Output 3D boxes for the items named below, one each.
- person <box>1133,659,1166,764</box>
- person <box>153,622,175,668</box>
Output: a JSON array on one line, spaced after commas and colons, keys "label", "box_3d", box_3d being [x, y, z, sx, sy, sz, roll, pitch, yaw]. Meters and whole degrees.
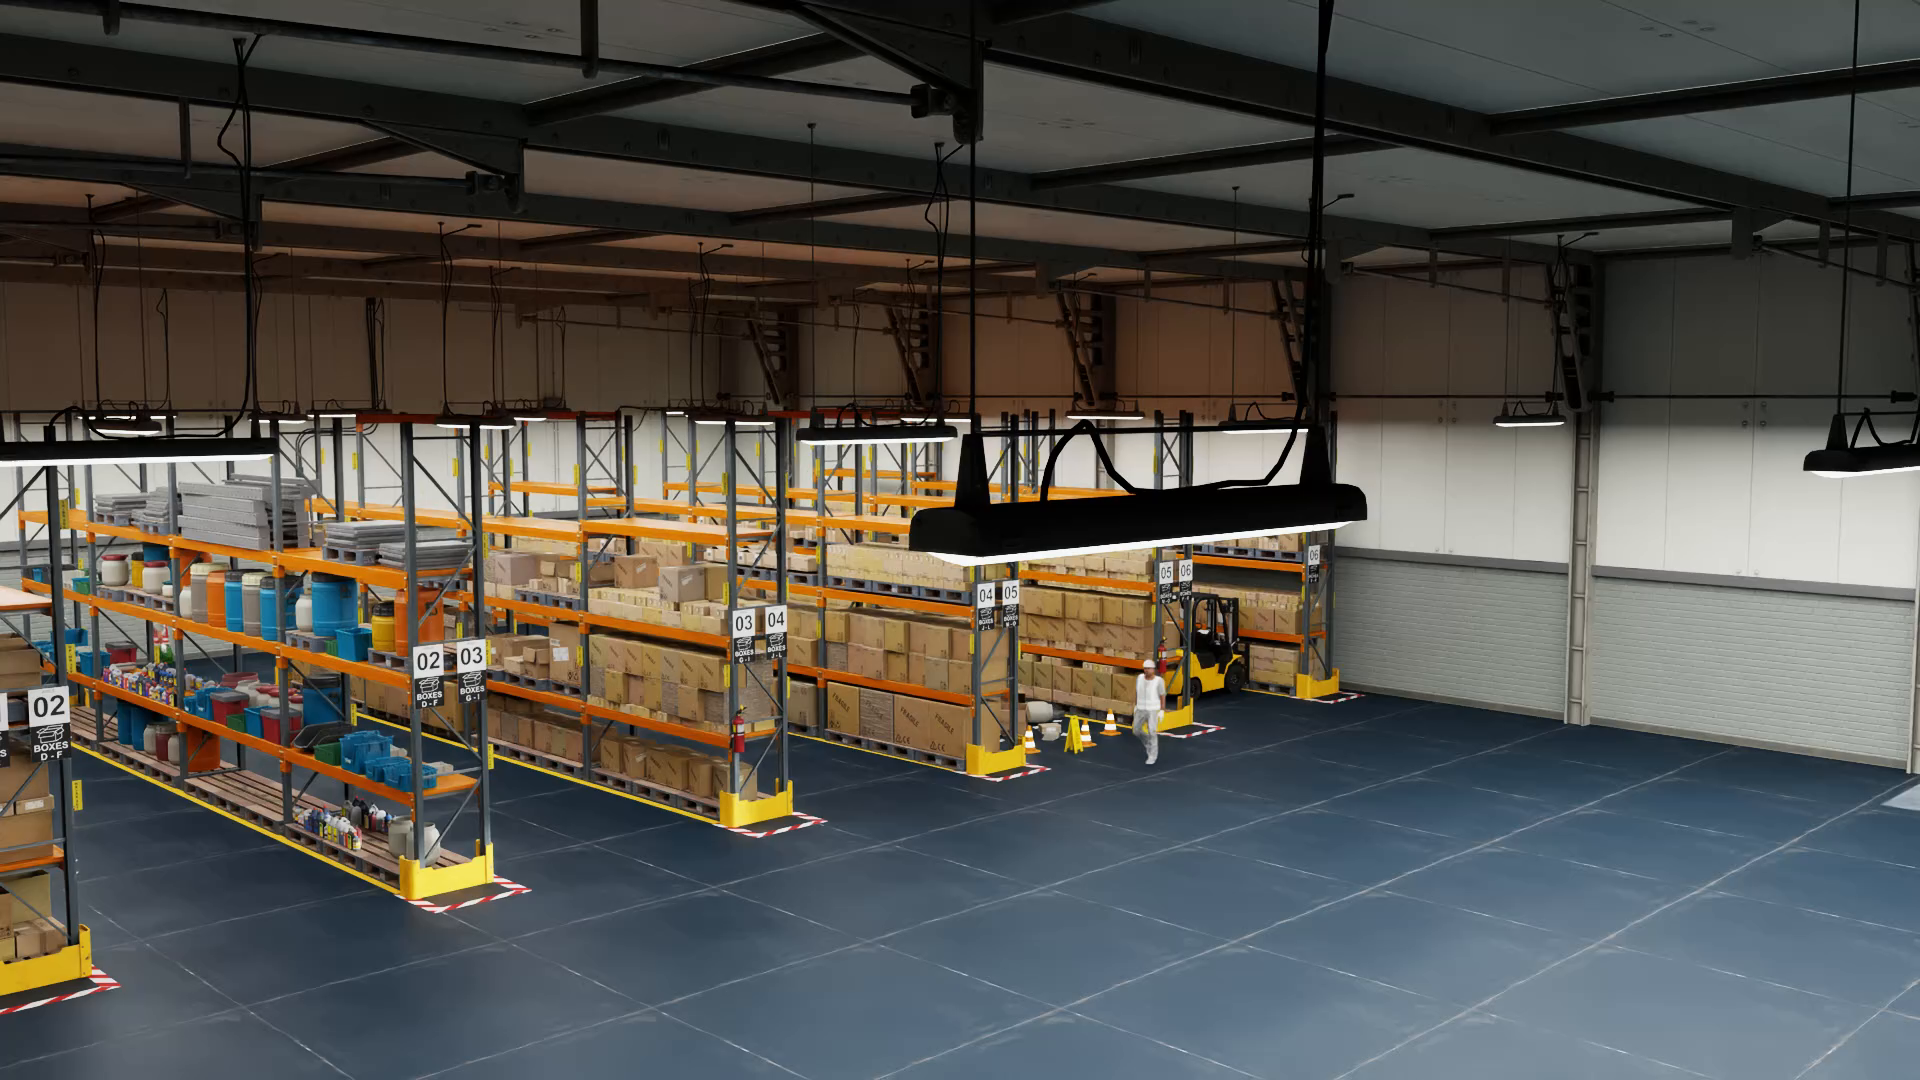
[{"label": "person", "box_3d": [3.265, 2.940, 28.686, 0.623, 1.782, 0.626, 3, 6, 32]}, {"label": "person", "box_3d": [-17.358, 2.287, 36.108, 0.446, 1.788, 0.583, -4, 7, -41]}]
